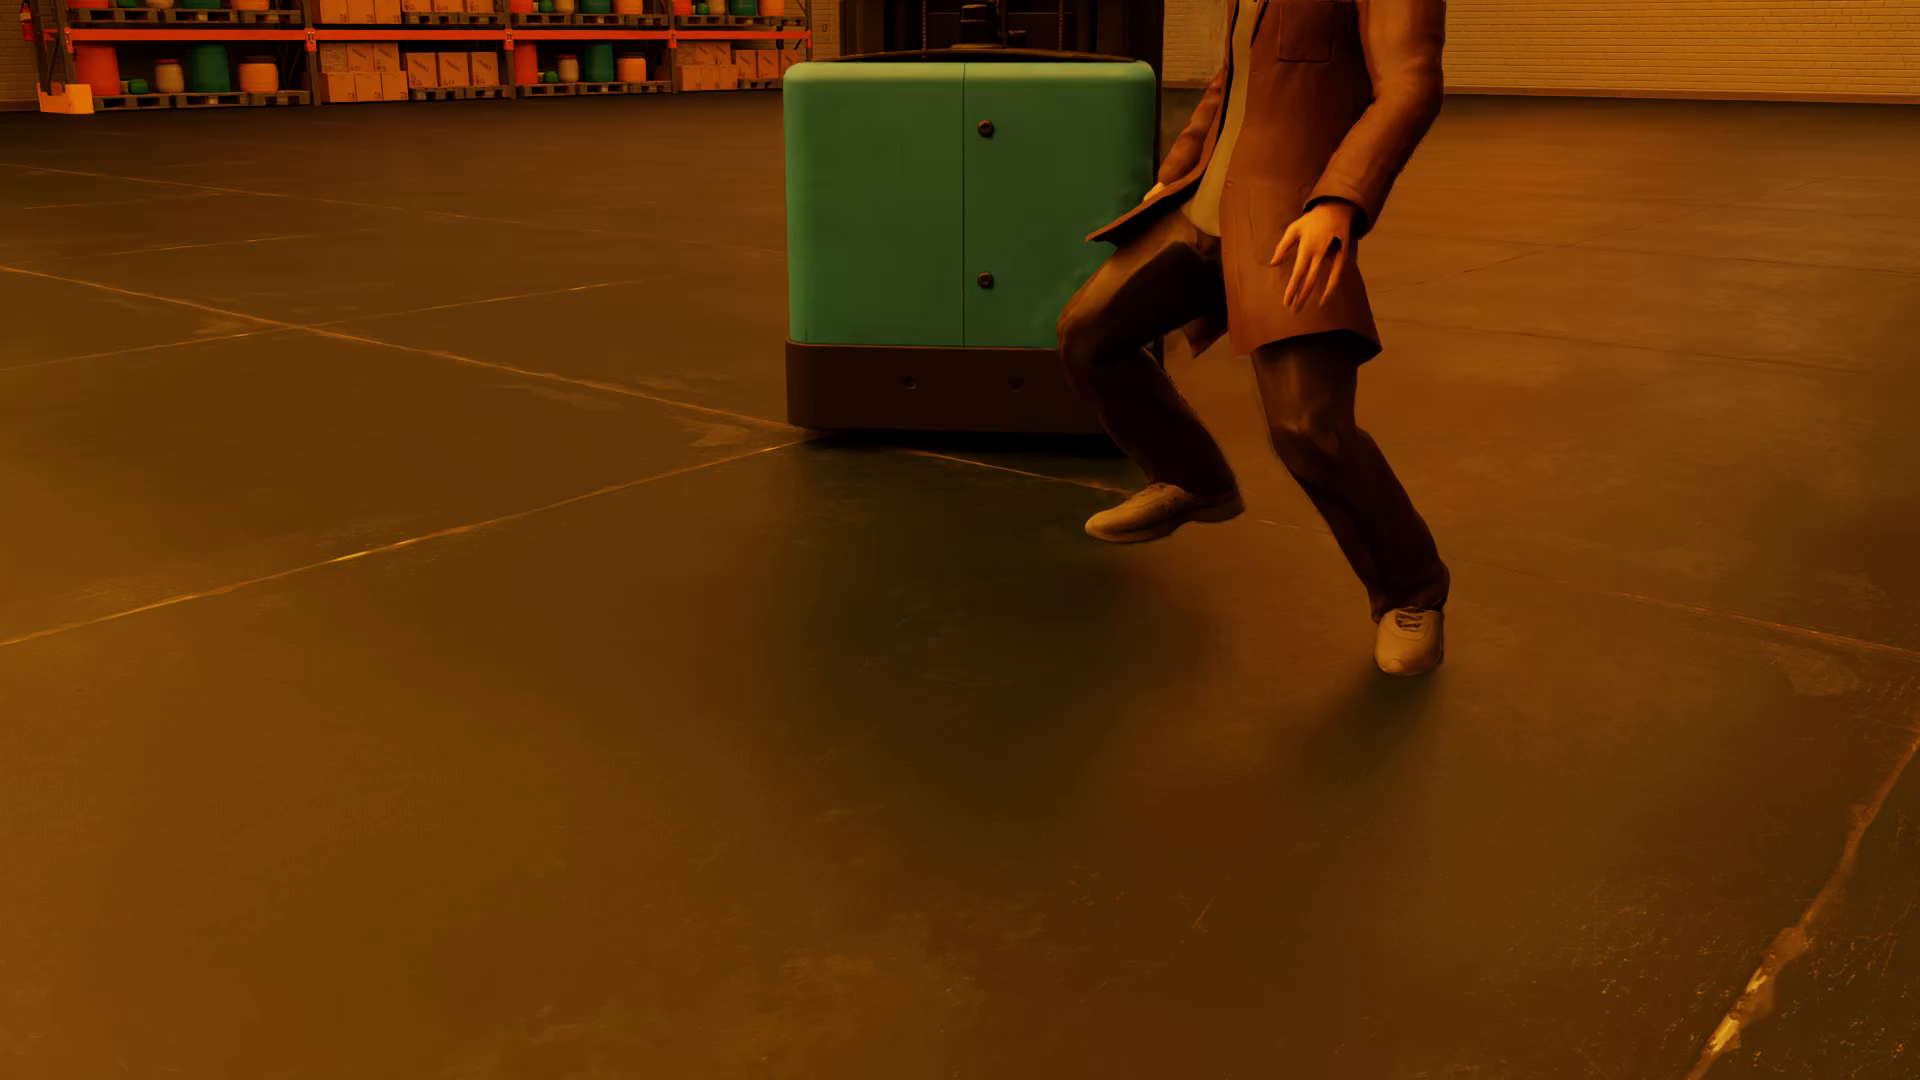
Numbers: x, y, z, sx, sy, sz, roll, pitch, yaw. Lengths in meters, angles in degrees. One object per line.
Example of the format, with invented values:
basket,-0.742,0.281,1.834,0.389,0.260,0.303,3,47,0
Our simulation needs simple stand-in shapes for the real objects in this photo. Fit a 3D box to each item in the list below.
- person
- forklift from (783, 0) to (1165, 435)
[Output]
person,0.612,-0.630,3.237,0.671,1.658,0.990,-5,18,-16
forklift,0.164,-2.078,5.739,1.130,2.935,3.031,2,17,6
